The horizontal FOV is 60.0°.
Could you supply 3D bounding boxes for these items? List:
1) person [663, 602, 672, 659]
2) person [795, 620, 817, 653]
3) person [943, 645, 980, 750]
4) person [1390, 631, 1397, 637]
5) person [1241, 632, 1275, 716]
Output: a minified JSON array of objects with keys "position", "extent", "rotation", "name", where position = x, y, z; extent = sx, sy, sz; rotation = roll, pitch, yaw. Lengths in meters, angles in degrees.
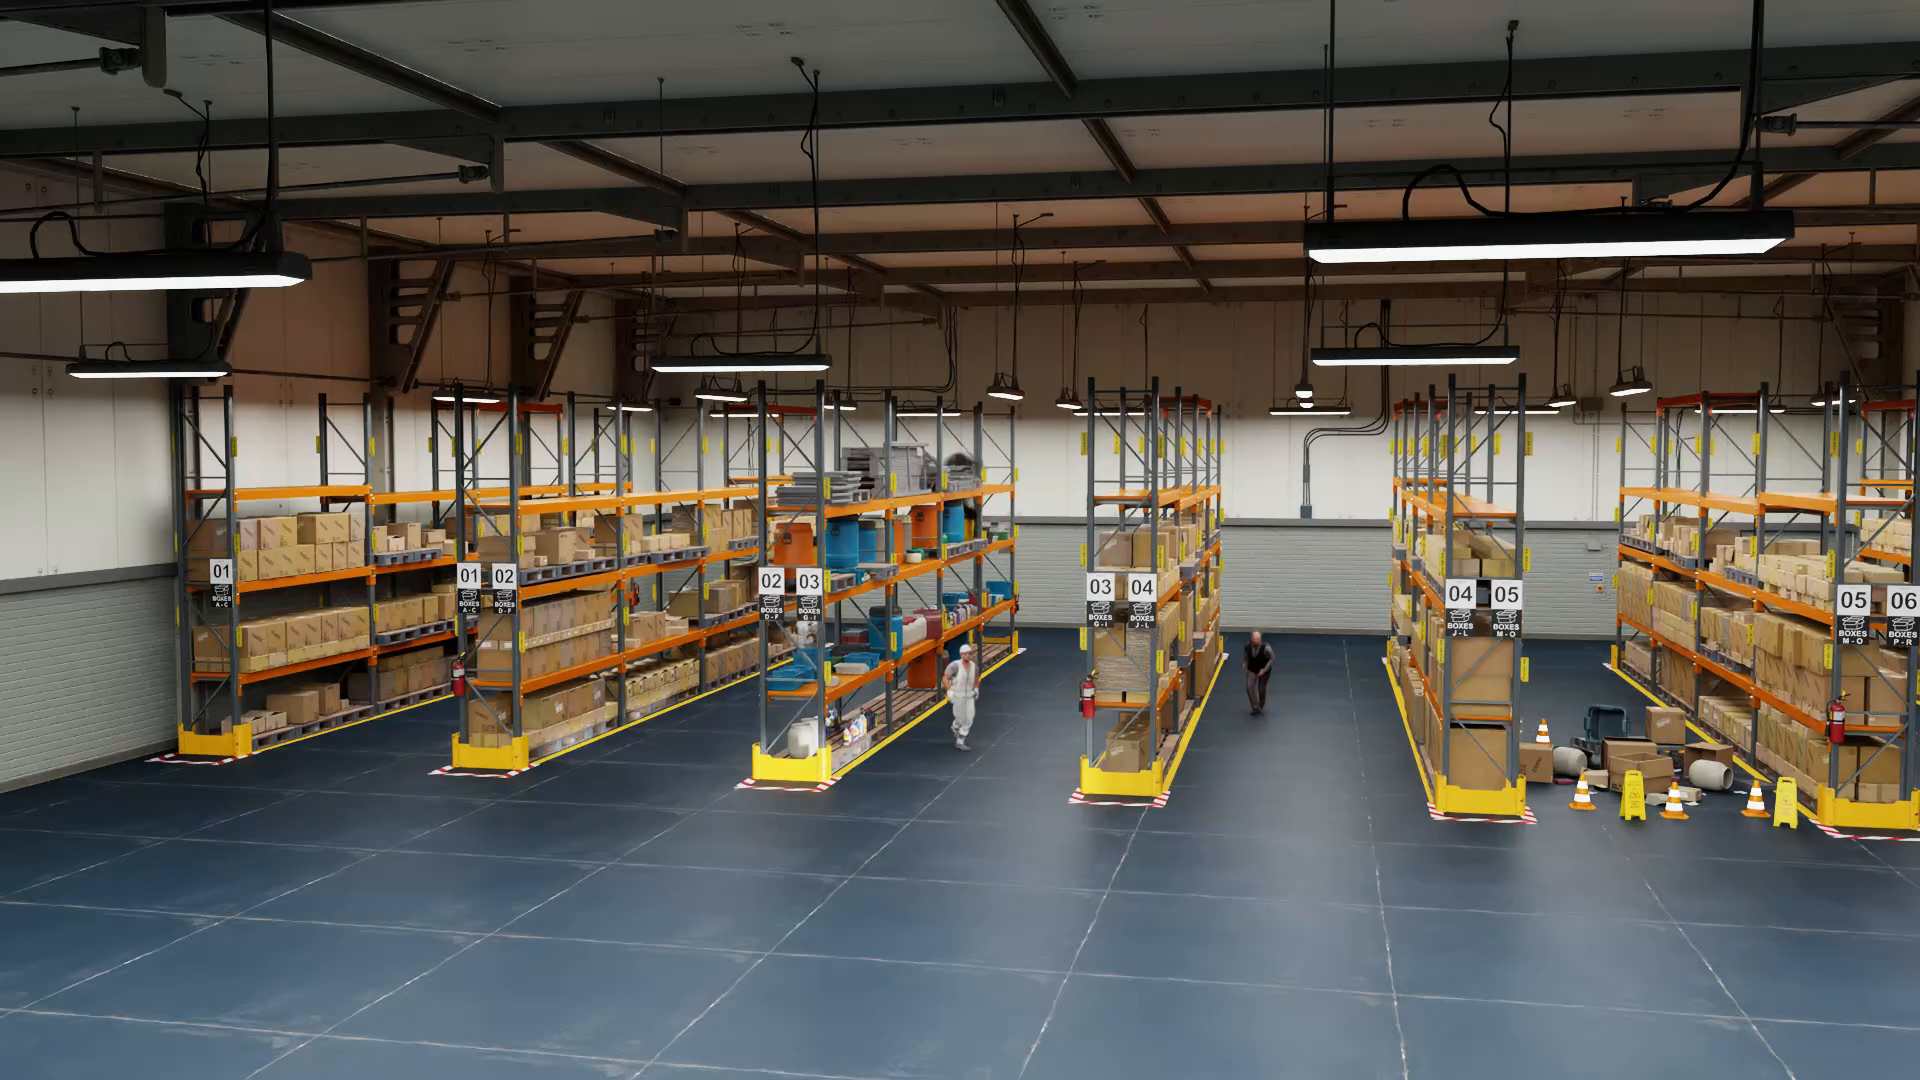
[{"position":[-6.538,2.136,37.207],"extent":[0.703,1.580,0.968],"rotation":[0,3,-6],"name":"person"},{"position":[-3.267,2.205,35.250],"extent":[0.494,1.710,0.801],"rotation":[0,3,2],"name":"person"},{"position":[0.010,2.596,27.607],"extent":[0.699,1.751,0.626],"rotation":[-1,3,-23],"name":"person"},{"position":[10.591,1.947,39.454],"extent":[0.685,1.798,0.694],"rotation":[-1,3,-14],"name":"person"},{"position":[5.607,2.458,31.099],"extent":[0.667,1.568,1.061],"rotation":[1,3,23],"name":"person"}]
